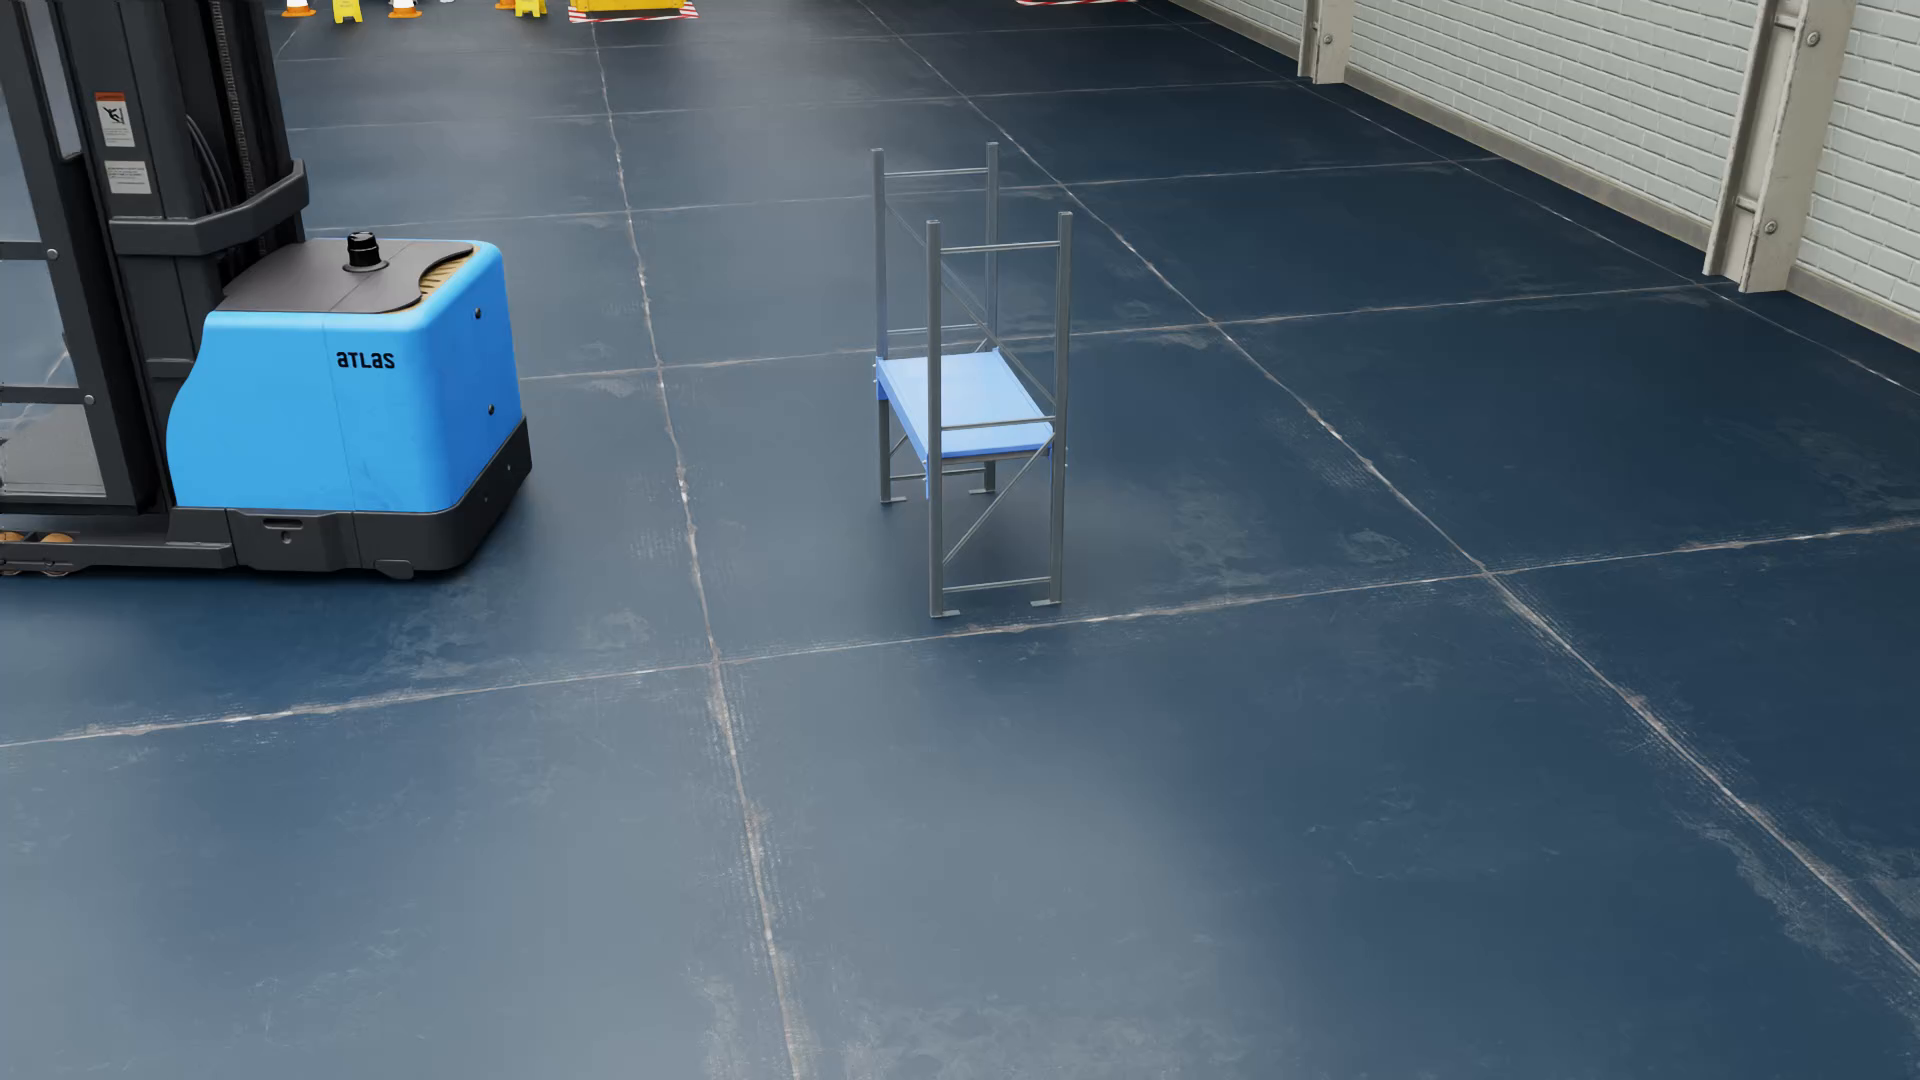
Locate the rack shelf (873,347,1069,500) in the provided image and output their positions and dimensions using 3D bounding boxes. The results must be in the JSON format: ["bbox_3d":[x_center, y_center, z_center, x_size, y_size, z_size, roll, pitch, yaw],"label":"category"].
[{"bbox_3d":[0.019,-0.472,6.419,0.538,0.185,1.000,-6,27,-12],"label":"rack shelf"}]

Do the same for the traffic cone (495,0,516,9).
[{"bbox_3d":[-5.002,-6.152,18.425,0.336,0.463,0.334,-6,27,-12],"label":"traffic cone"}]

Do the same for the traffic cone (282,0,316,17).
[{"bbox_3d":[-7.184,-5.924,17.974,0.336,0.463,0.334,-6,27,-12],"label":"traffic cone"}]

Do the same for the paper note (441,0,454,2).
[{"bbox_3d":[-5.800,-6.114,18.830,0.148,0.019,0.142,-16,31,-29],"label":"paper note"}]

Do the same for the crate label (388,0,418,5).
[{"bbox_3d":[-6.244,-6.083,18.651,0.250,0.136,0.298,-23,35,-38],"label":"crate label"}]

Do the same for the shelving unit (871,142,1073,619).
[{"bbox_3d":[0.019,-0.632,6.338,0.538,1.500,1.048,-6,27,-12],"label":"shelving unit"}]

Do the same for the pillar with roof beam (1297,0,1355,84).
[{"bbox_3d":[-0.934,-7.737,12.091,9.100,9.000,0.400,-6,27,-12],"label":"pillar with roof beam"}]

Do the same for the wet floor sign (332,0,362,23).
[{"bbox_3d":[-6.512,-5.817,17.559,0.267,0.644,0.232,-11,29,-20],"label":"wet floor sign"}]

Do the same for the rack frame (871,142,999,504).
[{"bbox_3d":[-0.095,-0.855,6.780,0.500,1.500,0.032,-6,27,-12],"label":"rack frame"}]

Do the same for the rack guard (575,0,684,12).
[{"bbox_3d":[-3.665,-6.144,18.368,1.175,0.500,0.348,-6,27,-12],"label":"rack guard"}]

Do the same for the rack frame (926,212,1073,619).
[{"bbox_3d":[0.134,-0.409,5.896,0.500,1.500,0.032,-6,27,-12],"label":"rack frame"}]

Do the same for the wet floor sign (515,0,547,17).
[{"bbox_3d":[-4.647,-5.984,17.889,0.267,0.644,0.232,3,27,6],"label":"wet floor sign"}]

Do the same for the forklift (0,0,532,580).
[{"bbox_3d":[-3.391,-1.401,6.272,3.031,2.935,1.130,2,27,3],"label":"forklift"}]

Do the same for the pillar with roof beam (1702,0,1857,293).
[{"bbox_3d":[0.419,-5.103,6.873,9.100,9.000,0.400,-6,27,-12],"label":"pillar with roof beam"}]

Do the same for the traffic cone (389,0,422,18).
[{"bbox_3d":[-6.006,-5.890,17.906,0.336,0.463,0.334,-6,27,-12],"label":"traffic cone"}]
